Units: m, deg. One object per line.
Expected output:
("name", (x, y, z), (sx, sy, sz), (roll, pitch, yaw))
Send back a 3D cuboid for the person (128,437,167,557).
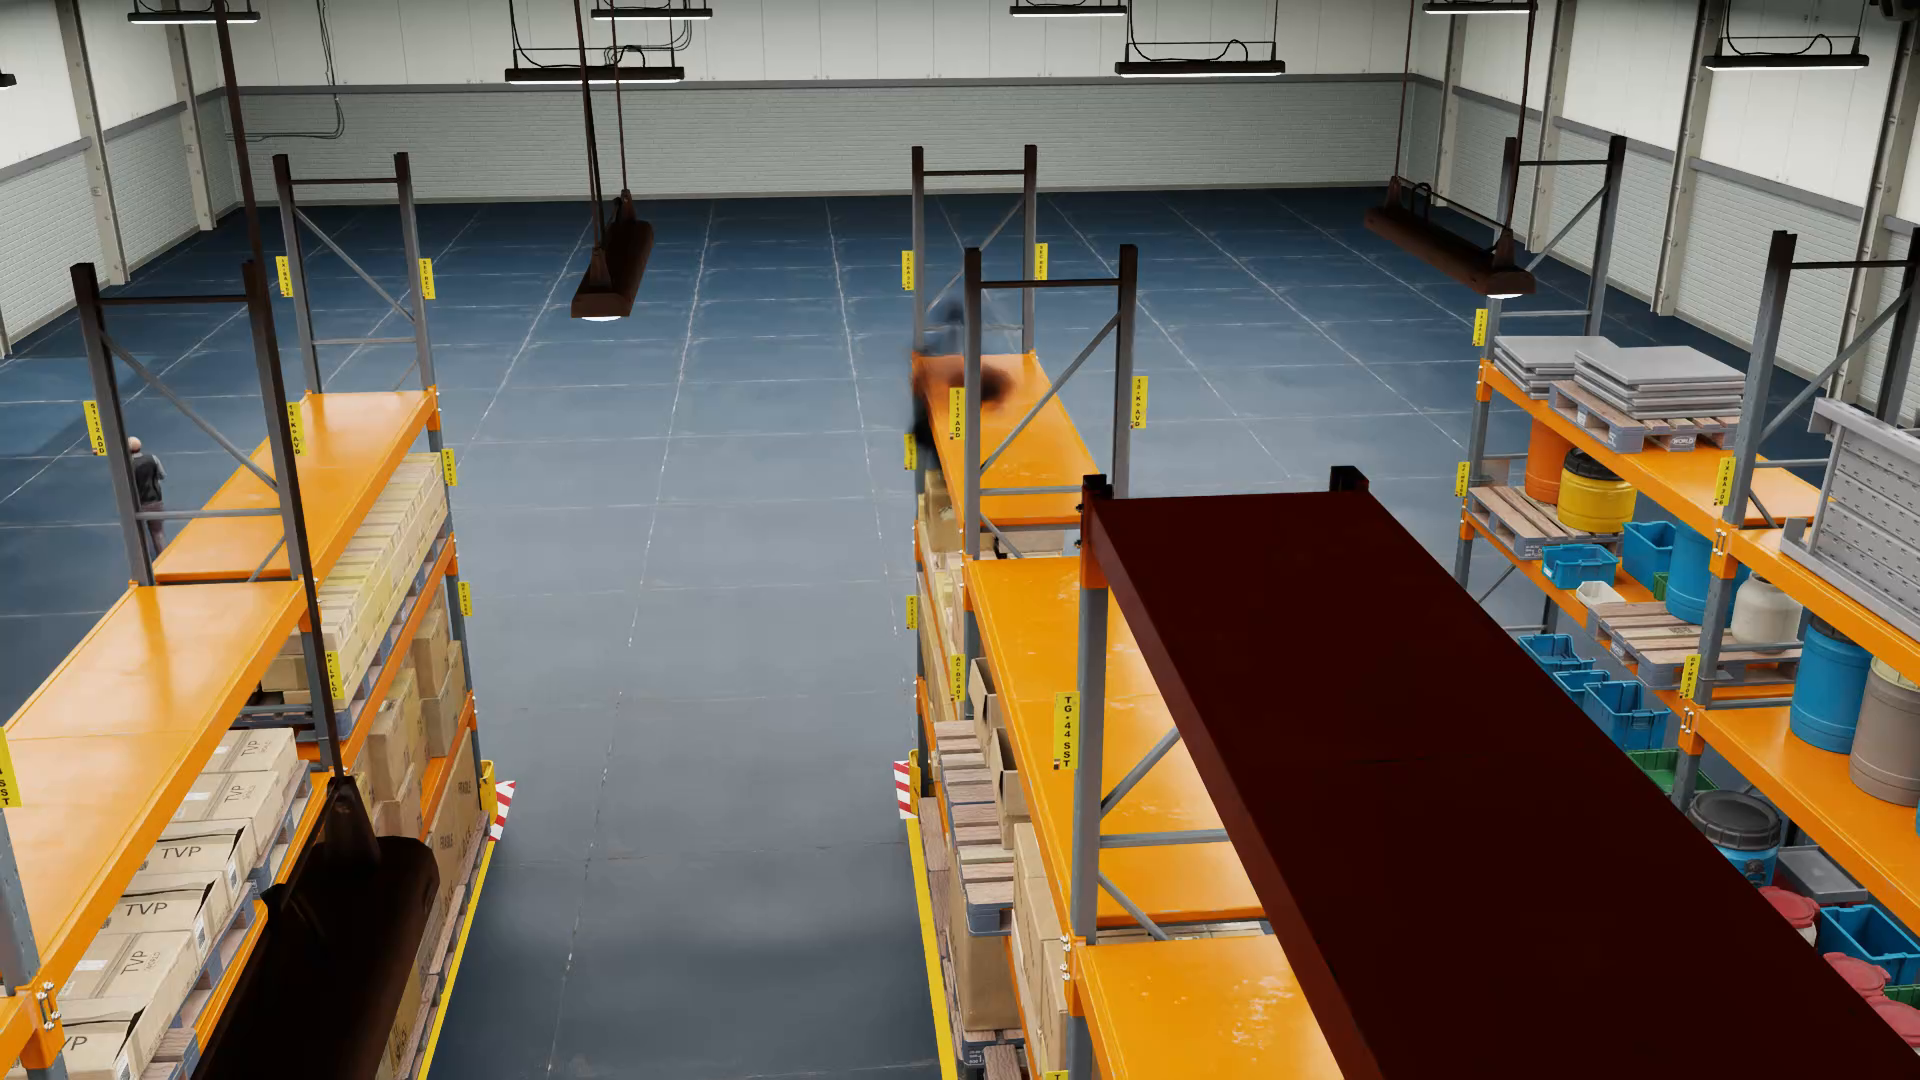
("person", (-9.989, -0.411, 20.389), (0.777, 1.743, 0.640), (20, 29, 41))
